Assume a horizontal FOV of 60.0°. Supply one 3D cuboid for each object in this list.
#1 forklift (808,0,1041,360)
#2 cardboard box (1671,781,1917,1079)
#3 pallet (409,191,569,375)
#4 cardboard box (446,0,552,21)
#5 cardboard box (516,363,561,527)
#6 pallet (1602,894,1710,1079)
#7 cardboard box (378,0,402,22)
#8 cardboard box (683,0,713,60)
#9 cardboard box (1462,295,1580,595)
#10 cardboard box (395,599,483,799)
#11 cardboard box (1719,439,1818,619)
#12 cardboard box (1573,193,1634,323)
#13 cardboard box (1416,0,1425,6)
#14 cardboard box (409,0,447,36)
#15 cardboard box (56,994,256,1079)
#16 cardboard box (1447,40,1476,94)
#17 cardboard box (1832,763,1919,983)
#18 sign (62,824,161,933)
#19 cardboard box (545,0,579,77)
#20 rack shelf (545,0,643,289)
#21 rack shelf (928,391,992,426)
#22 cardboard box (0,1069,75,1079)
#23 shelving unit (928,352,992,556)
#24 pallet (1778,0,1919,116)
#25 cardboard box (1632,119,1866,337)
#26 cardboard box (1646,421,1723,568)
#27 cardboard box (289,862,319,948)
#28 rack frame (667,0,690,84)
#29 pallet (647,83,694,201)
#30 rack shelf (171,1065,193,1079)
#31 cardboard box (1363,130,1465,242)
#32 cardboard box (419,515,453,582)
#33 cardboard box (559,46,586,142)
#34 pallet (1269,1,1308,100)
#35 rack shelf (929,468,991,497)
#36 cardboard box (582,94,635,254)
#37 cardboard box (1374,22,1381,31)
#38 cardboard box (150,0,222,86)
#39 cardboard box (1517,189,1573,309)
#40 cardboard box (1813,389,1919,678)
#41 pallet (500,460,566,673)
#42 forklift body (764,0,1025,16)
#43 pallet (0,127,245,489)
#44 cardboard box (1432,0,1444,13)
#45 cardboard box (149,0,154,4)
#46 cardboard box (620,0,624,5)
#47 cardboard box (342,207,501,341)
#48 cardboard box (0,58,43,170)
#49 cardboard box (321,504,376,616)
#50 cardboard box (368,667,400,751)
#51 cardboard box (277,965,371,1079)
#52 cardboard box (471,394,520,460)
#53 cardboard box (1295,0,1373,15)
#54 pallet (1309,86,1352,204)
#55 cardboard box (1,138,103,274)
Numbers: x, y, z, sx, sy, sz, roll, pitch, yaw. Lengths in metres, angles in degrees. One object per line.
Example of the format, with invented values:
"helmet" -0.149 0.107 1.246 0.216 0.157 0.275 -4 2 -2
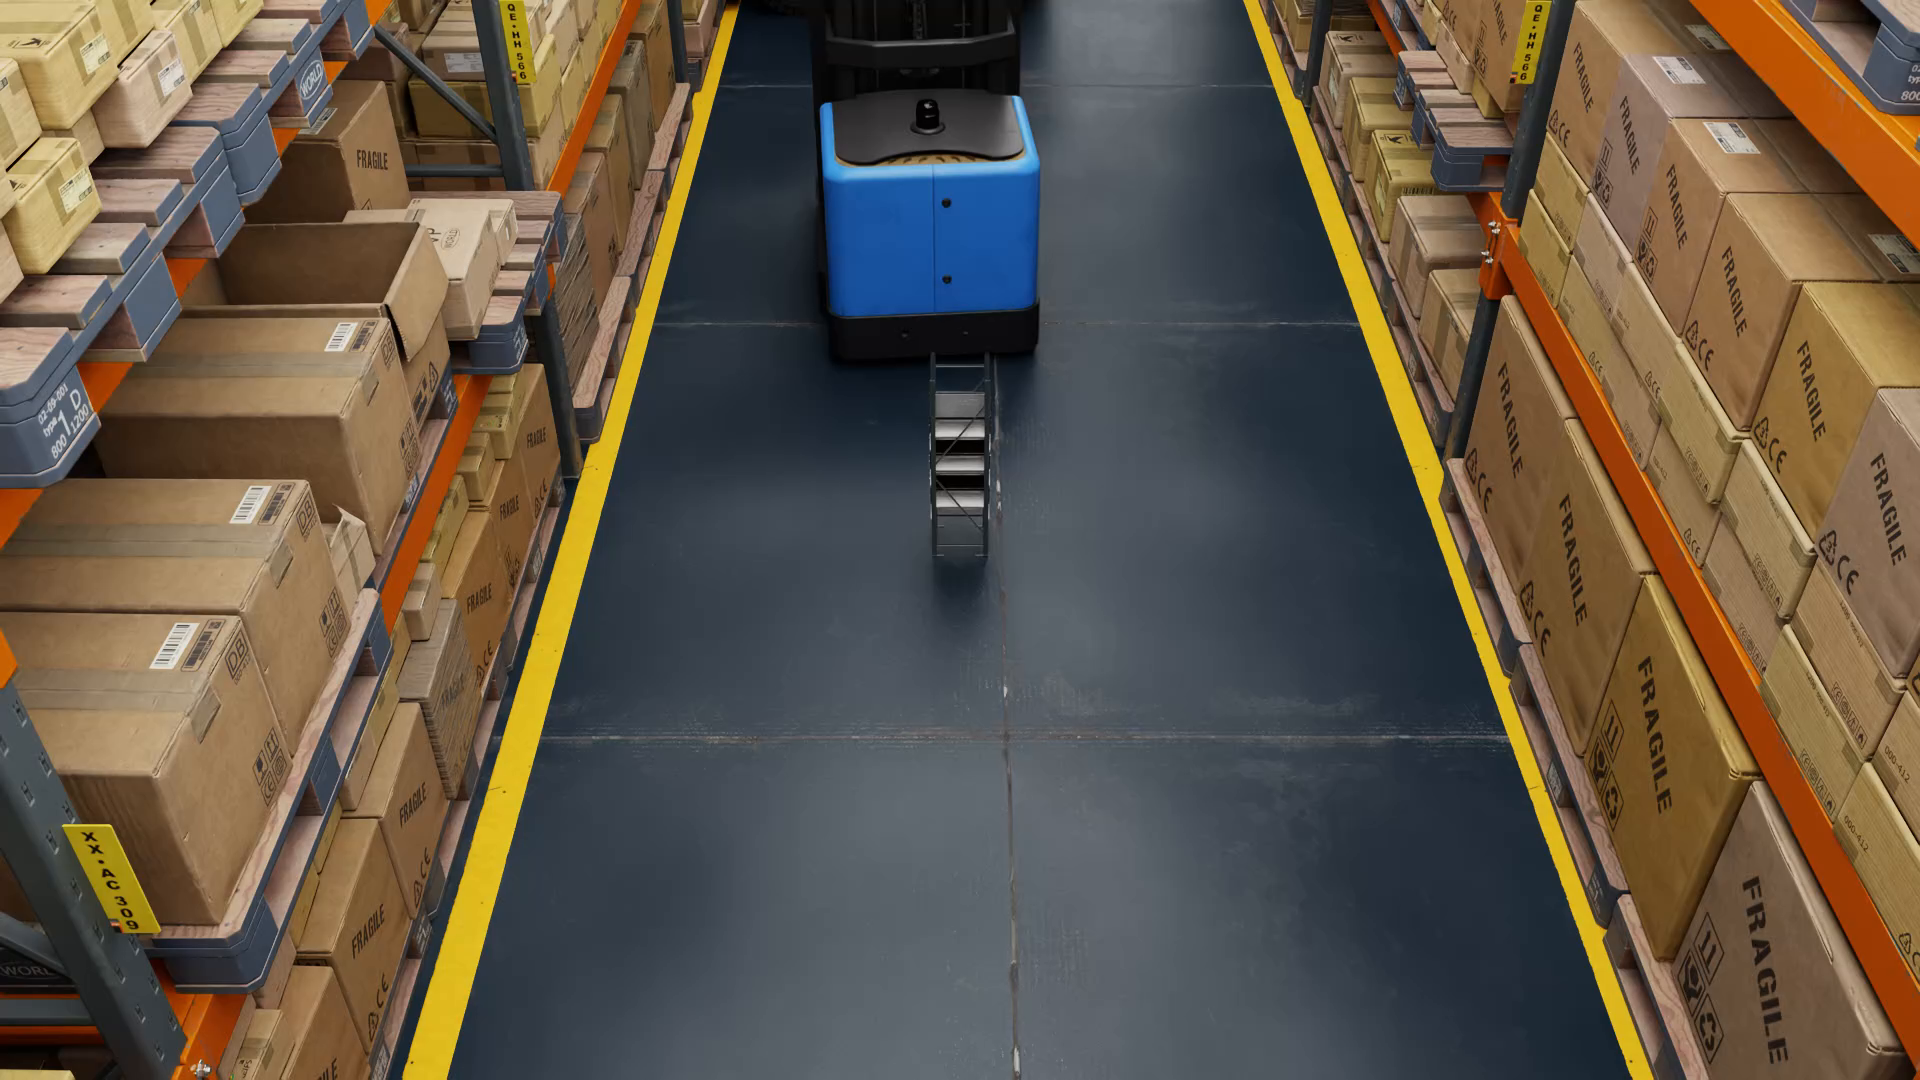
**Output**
"forklift" -0.251 -2.949 8.586 1.130 2.935 3.031 -3 39 -4
"cardboard box" 2.650 1.293 4.601 0.875 0.875 0.875 1 39 1
"pallet" -2.167 -0.982 6.230 1.213 0.211 1.003 0 39 0
"cardboard box" -1.971 -2.300 7.122 0.380 0.149 0.250 1 39 1
"cardboard box" -2.022 -0.404 7.019 0.500 0.500 0.500 1 39 1
"pallet" 2.655 1.621 5.059 1.003 0.211 1.213 0 39 0
"cardboard box" -2.552 -2.139 6.922 0.380 0.149 0.250 1 39 1
"cardboard box" -1.912 -3.375 10.926 0.500 0.250 0.500 0 39 0
"cardboard box" 2.644 -0.389 6.700 0.875 0.875 0.875 0 39 0
"cardboard box" -2.009 0.561 5.815 0.500 0.500 0.500 -1 39 -2
"cardboard box" 2.473 -0.033 4.613 0.500 0.250 0.500 1 39 1
"cardboard box" 2.479 -0.982 5.797 0.500 0.250 0.500 1 39 1
"cardboard box" 2.410 -2.726 8.118 0.380 0.149 0.250 -1 39 -1
"cardboard box" -2.518 -2.217 7.338 0.500 0.250 0.500 0 39 0
"cardboard box" -2.028 1.239 4.212 0.380 0.149 0.250 -1 39 -1
"cardboard box" 2.373 -2.082 7.314 0.380 0.149 0.250 0 39 0
"cardboard box" 2.478 0.793 3.981 0.500 0.250 0.500 -1 39 -1
"sign" -1.690 0.678 3.313 0.100 0.325 0.005 0 39 0
"cardboard box" -1.993 -2.208 7.326 0.500 0.250 0.500 1 39 1
"rack shelf" -2.240 -2.450 8.484 1.077 0.370 4.000 0 39 0
"rack shelf" 0.000 -0.531 6.814 0.258 0.077 0.200 0 39 0
"cardboard box" -1.988 1.282 3.134 0.500 0.250 0.500 1 39 1
"shelving unit" 0.000 -0.346 6.962 0.258 0.900 0.210 0 39 0
"pallet" 2.784 -1.481 4.452 1.003 0.211 1.213 2 39 2
"cardboard box" 2.478 -0.973 5.186 0.500 0.500 0.500 1 39 1
"cardboard box" 2.492 -0.164 5.175 0.500 0.250 0.500 0 39 0
"cardboard box" -2.057 1.021 4.721 0.380 0.149 0.250 -2 39 -2
"rack frame" -2.242 -3.982 9.820 1.000 3.000 0.127 0 39 0
"pallet" -2.202 -2.433 10.117 1.003 0.211 1.213 0 39 0
"rack shelf" -2.231 2.553 2.241 1.077 0.370 4.000 0 39 0
"cardboard box" 2.731 -1.914 9.005 0.950 0.372 0.625 1 39 1
"cardboard box" -2.040 0.043 5.942 0.380 0.149 0.250 -1 39 -1
"cardboard box" -1.989 -2.014 7.484 0.500 0.250 0.500 -1 39 -1
"pallet" 2.685 -3.319 11.223 1.003 0.211 1.213 0 39 0
"rack shelf" 0.000 -0.250 7.039 0.258 0.077 0.200 0 39 0
"cardboard box" -2.234 -1.937 8.832 0.875 0.625 0.625 -2 39 -2
"cardboard box" 2.991 -3.448 11.016 0.500 0.250 0.500 -2 39 -2
"cardboard box" -1.839 -1.080 3.586 0.380 0.149 0.250 0 39 -1
"cardboard box" 2.475 -1.121 6.371 0.500 0.250 0.500 -1 39 -1
"cardboard box" 2.471 -0.017 3.993 0.500 0.500 0.500 1 39 1
"pallet" -2.274 0.075 6.988 1.003 0.211 1.213 0 39 0
"forklift body" -0.420 -4.967 11.729 2.313 2.155 1.214 0 39 0
"pallet" -2.163 -0.484 3.207 1.213 0.211 1.003 0 39 0
"cardboard box" 2.434 -2.728 7.602 0.500 0.500 0.500 -3 39 -3
"cardboard box" -1.910 -1.204 3.502 0.380 0.149 0.250 0 39 1
"cardboard box" -2.004 -2.983 8.694 0.500 0.250 0.500 0 39 0
"cardboard box" -1.913 -0.926 5.791 0.500 0.250 0.500 -2 39 -2
"cardboard box" -1.866 -0.724 2.904 0.380 0.149 0.250 1 39 1
"cardboard box" -1.851 0.041 4.572 0.396 0.266 0.258 2 39 2
"cardboard box" -2.031 0.539 5.324 0.380 0.149 0.250 1 39 2
"cardboard box" -2.008 1.530 4.605 0.500 0.500 0.500 2 39 2
"cardboard box" -1.952 -0.442 6.548 0.380 0.149 0.250 -2 39 -2
"cardboard box" 2.453 -3.741 10.783 0.500 0.500 0.500 -1 39 -1
"pallet" 2.724 -2.413 10.092 1.003 0.211 1.213 0 39 0
"cardboard box" -1.801 -0.603 2.991 0.380 0.149 0.250 0 39 0
